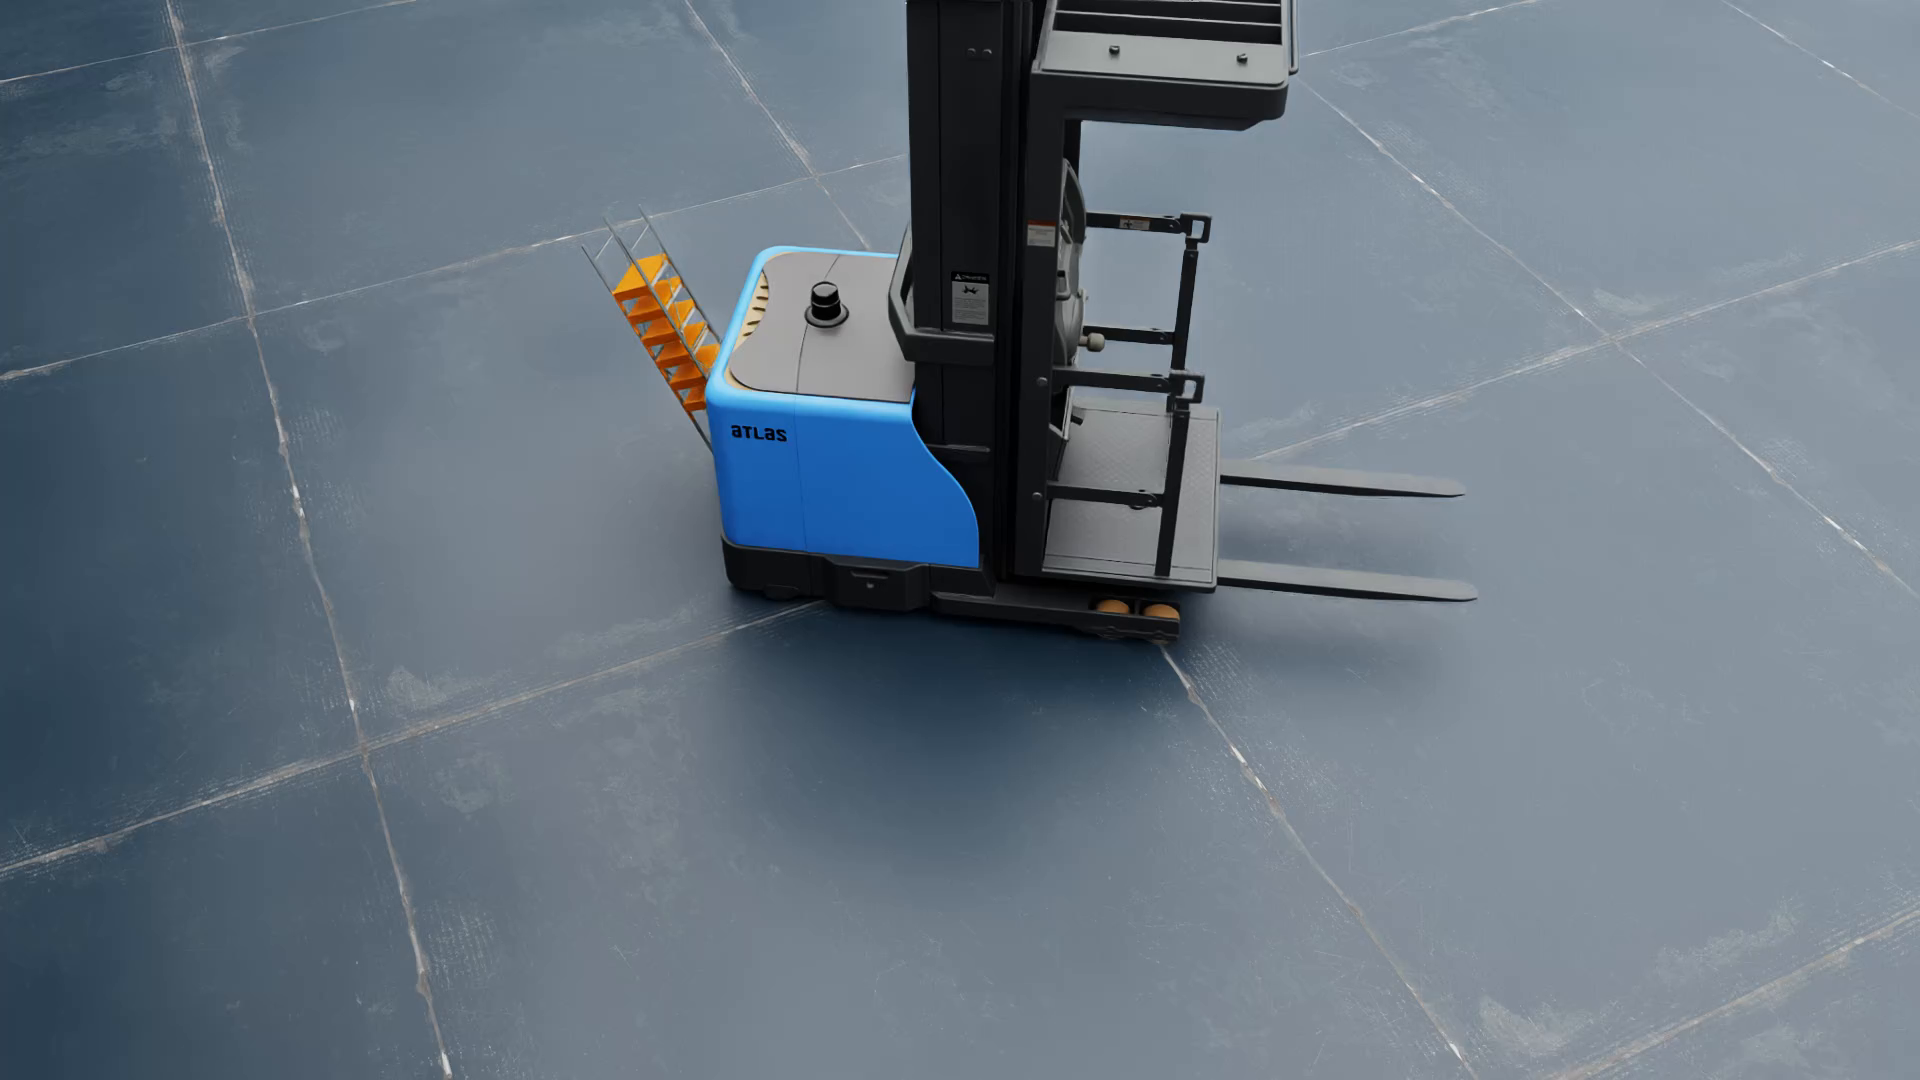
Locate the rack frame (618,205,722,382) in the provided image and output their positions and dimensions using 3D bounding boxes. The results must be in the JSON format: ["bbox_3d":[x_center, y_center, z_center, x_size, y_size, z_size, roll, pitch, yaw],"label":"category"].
[{"bbox_3d":[-1.113,-0.868,7.108,0.006,1.200,0.240,-8,40,26],"label":"rack frame"}]

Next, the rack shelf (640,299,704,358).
[{"bbox_3d":[-1.224,-0.910,7.104,0.180,0.103,0.258,-8,40,26],"label":"rack shelf"}]

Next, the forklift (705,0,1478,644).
[{"bbox_3d":[0.589,-1.025,6.071,3.031,2.935,1.130,5,45,5],"label":"forklift"}]

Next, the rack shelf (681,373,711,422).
[{"bbox_3d":[-1.084,-0.651,7.312,0.180,0.103,0.258,-8,40,26],"label":"rack shelf"}]

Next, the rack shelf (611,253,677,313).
[{"bbox_3d":[-1.317,-1.083,6.966,0.180,0.103,0.258,-8,40,26],"label":"rack shelf"}]

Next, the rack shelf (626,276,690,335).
[{"bbox_3d":[-1.271,-0.996,7.035,0.180,0.103,0.258,-8,40,26],"label":"rack shelf"}]

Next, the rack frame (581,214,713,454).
[{"bbox_3d":[-1.276,-0.844,7.188,0.006,1.200,0.240,-8,40,26],"label":"rack frame"}]

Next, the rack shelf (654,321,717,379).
[{"bbox_3d":[-1.177,-0.824,7.174,0.180,0.103,0.258,-8,40,26],"label":"rack shelf"}]

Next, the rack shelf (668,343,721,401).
[{"bbox_3d":[-1.131,-0.738,7.243,0.180,0.103,0.258,-8,40,26],"label":"rack shelf"}]

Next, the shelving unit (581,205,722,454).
[{"bbox_3d":[-1.195,-0.856,7.148,0.189,1.200,0.258,-8,40,26],"label":"shelving unit"}]
